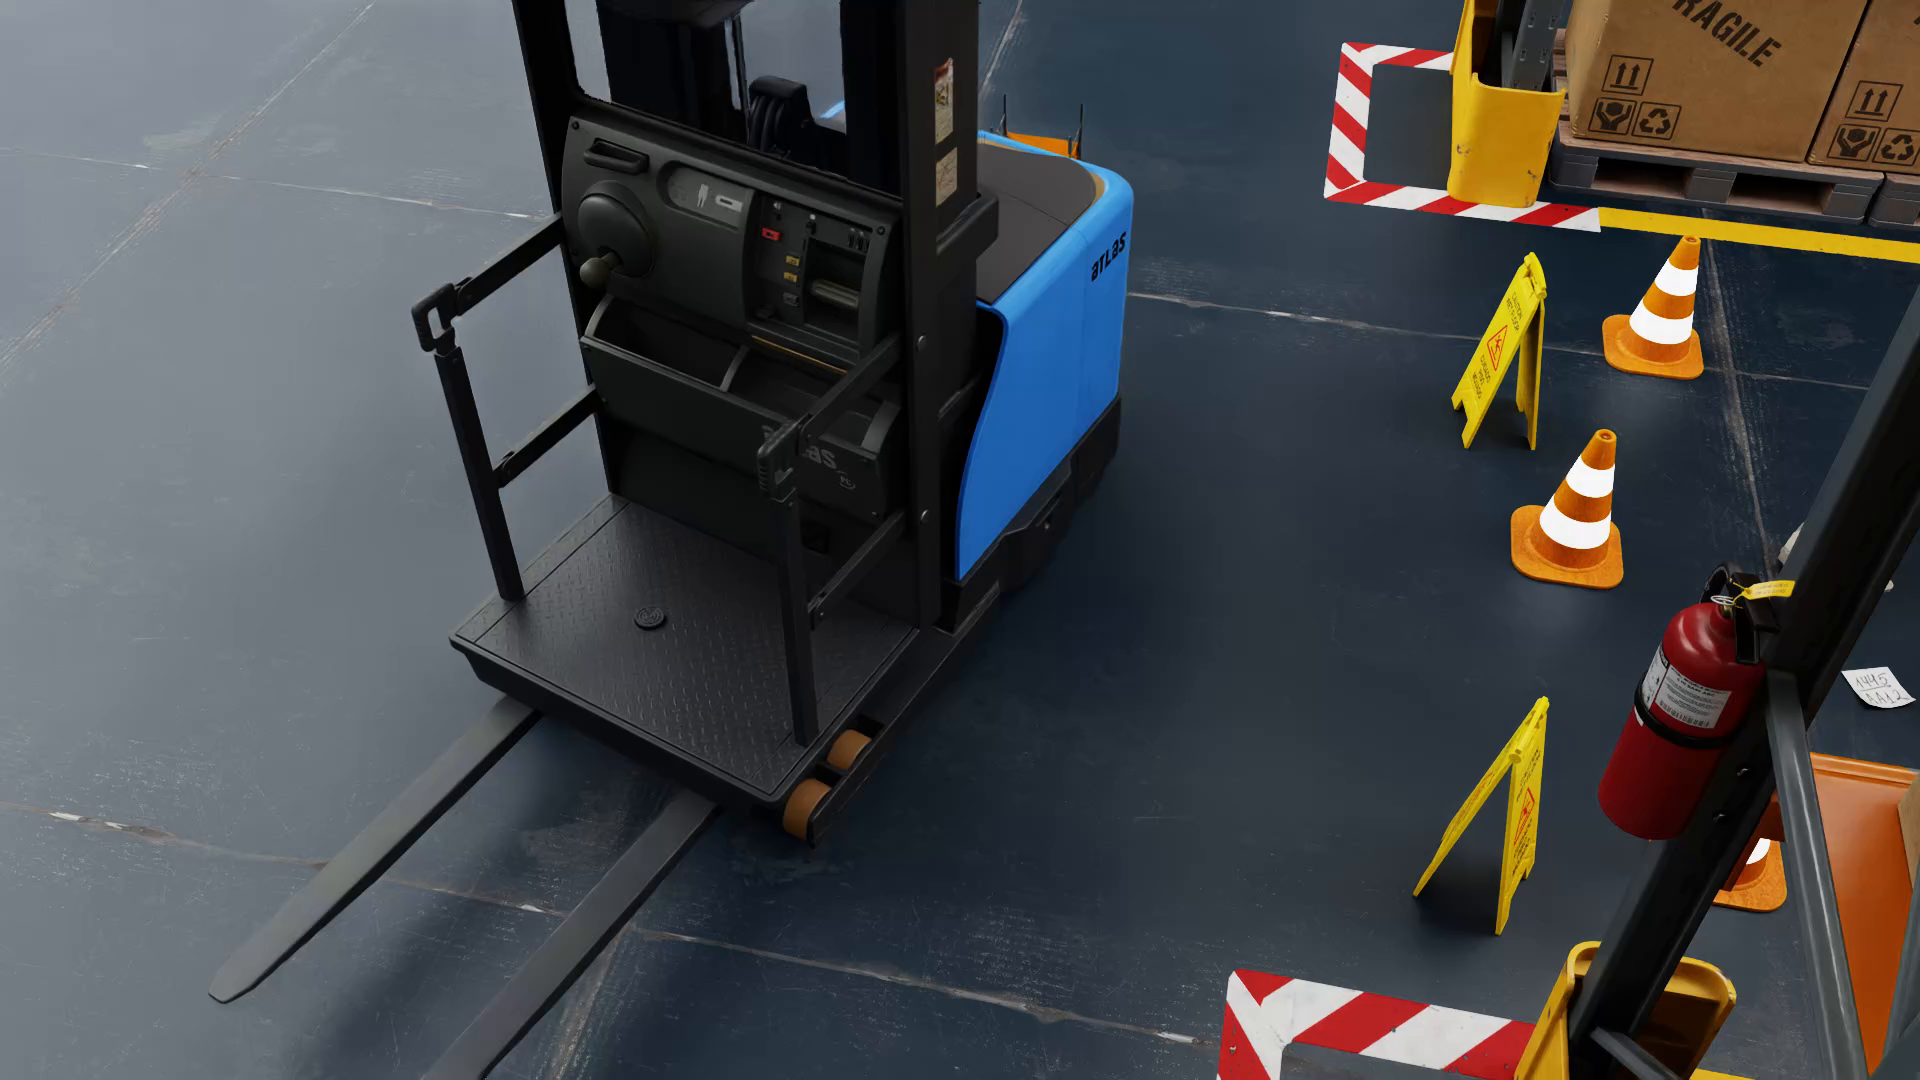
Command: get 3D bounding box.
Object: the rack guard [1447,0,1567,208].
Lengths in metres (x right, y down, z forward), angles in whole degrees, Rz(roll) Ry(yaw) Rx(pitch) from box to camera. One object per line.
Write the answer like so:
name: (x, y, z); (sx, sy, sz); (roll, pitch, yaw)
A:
rack guard: (2.249, -1.913, 6.877); (0.348, 0.500, 1.175); (9, 45, 9)

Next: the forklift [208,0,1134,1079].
forklift: (-0.674, -0.629, 3.790); (1.130, 2.935, 3.031); (23, 48, 22)

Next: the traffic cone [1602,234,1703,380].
traffic cone: (2.481, -0.855, 5.805); (0.334, 0.463, 0.336); (9, 45, 9)

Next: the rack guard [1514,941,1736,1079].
rack guard: (1.365, 1.467, 3.365); (0.348, 0.500, 1.175); (9, 45, 9)

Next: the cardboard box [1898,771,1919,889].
cardboard box: (1.702, 0.557, 2.689); (0.250, 0.149, 0.380); (10, 45, 10)

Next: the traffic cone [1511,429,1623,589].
traffic cone: (1.902, -0.142, 5.063); (0.334, 0.463, 0.336); (9, 45, 9)

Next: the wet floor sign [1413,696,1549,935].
wet floor sign: (1.339, 0.650, 4.109); (0.232, 0.644, 0.267); (24, 49, 23)

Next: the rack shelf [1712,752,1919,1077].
rack shelf: (3.242, 1.117, 2.445); (4.000, 0.370, 1.077); (9, 45, 9)

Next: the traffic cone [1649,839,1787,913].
traffic cone: (1.992, 0.661, 4.230); (0.334, 0.463, 0.336); (9, 45, 9)

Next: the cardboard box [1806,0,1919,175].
cardboard box: (3.808, -2.006, 6.401); (0.875, 0.875, 0.875); (8, 45, 8)

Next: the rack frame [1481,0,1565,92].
rack frame: (2.273, -2.810, 6.007); (0.127, 3.000, 1.000); (9, 45, 9)

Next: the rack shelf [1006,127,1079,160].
rack shelf: (0.239, -1.124, 5.262); (0.240, 0.259, 0.215); (10, 47, 10)

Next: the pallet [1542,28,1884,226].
pallet: (3.070, -1.737, 6.903); (1.213, 0.211, 1.003); (9, 45, 9)

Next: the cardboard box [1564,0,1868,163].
cardboard box: (2.949, -2.138, 6.538); (0.875, 0.875, 0.875); (9, 45, 9)

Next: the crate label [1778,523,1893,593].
crate label: (2.683, 0.053, 5.096); (0.298, 0.136, 0.250); (-12, 45, -12)

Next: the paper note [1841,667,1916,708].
paper note: (2.648, 0.421, 4.791); (0.142, 0.019, 0.148); (-5, 44, -5)

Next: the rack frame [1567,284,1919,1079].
rack frame: (1.290, 0.557, 2.508); (0.053, 2.616, 0.949); (9, 45, 9)

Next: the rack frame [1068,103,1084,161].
rack frame: (0.359, -0.914, 5.436); (0.008, 1.050, 0.200); (10, 47, 10)

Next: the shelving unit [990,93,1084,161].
shelving unit: (0.241, -0.934, 5.458); (0.252, 1.050, 0.215); (10, 47, 10)

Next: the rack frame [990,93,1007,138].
rack frame: (0.123, -0.955, 5.479); (0.008, 1.050, 0.200); (10, 47, 10)

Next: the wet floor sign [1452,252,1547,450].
wet floor sign: (1.812, -0.626, 5.436); (0.232, 0.644, 0.267); (2, 44, 2)

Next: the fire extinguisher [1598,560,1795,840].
fire extinguisher: (1.279, 0.254, 2.879); (0.183, 0.674, 0.296); (9, 45, 9)

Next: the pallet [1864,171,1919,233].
pallet: (4.257, -1.551, 6.709); (1.213, 0.211, 1.003); (9, 45, 9)
